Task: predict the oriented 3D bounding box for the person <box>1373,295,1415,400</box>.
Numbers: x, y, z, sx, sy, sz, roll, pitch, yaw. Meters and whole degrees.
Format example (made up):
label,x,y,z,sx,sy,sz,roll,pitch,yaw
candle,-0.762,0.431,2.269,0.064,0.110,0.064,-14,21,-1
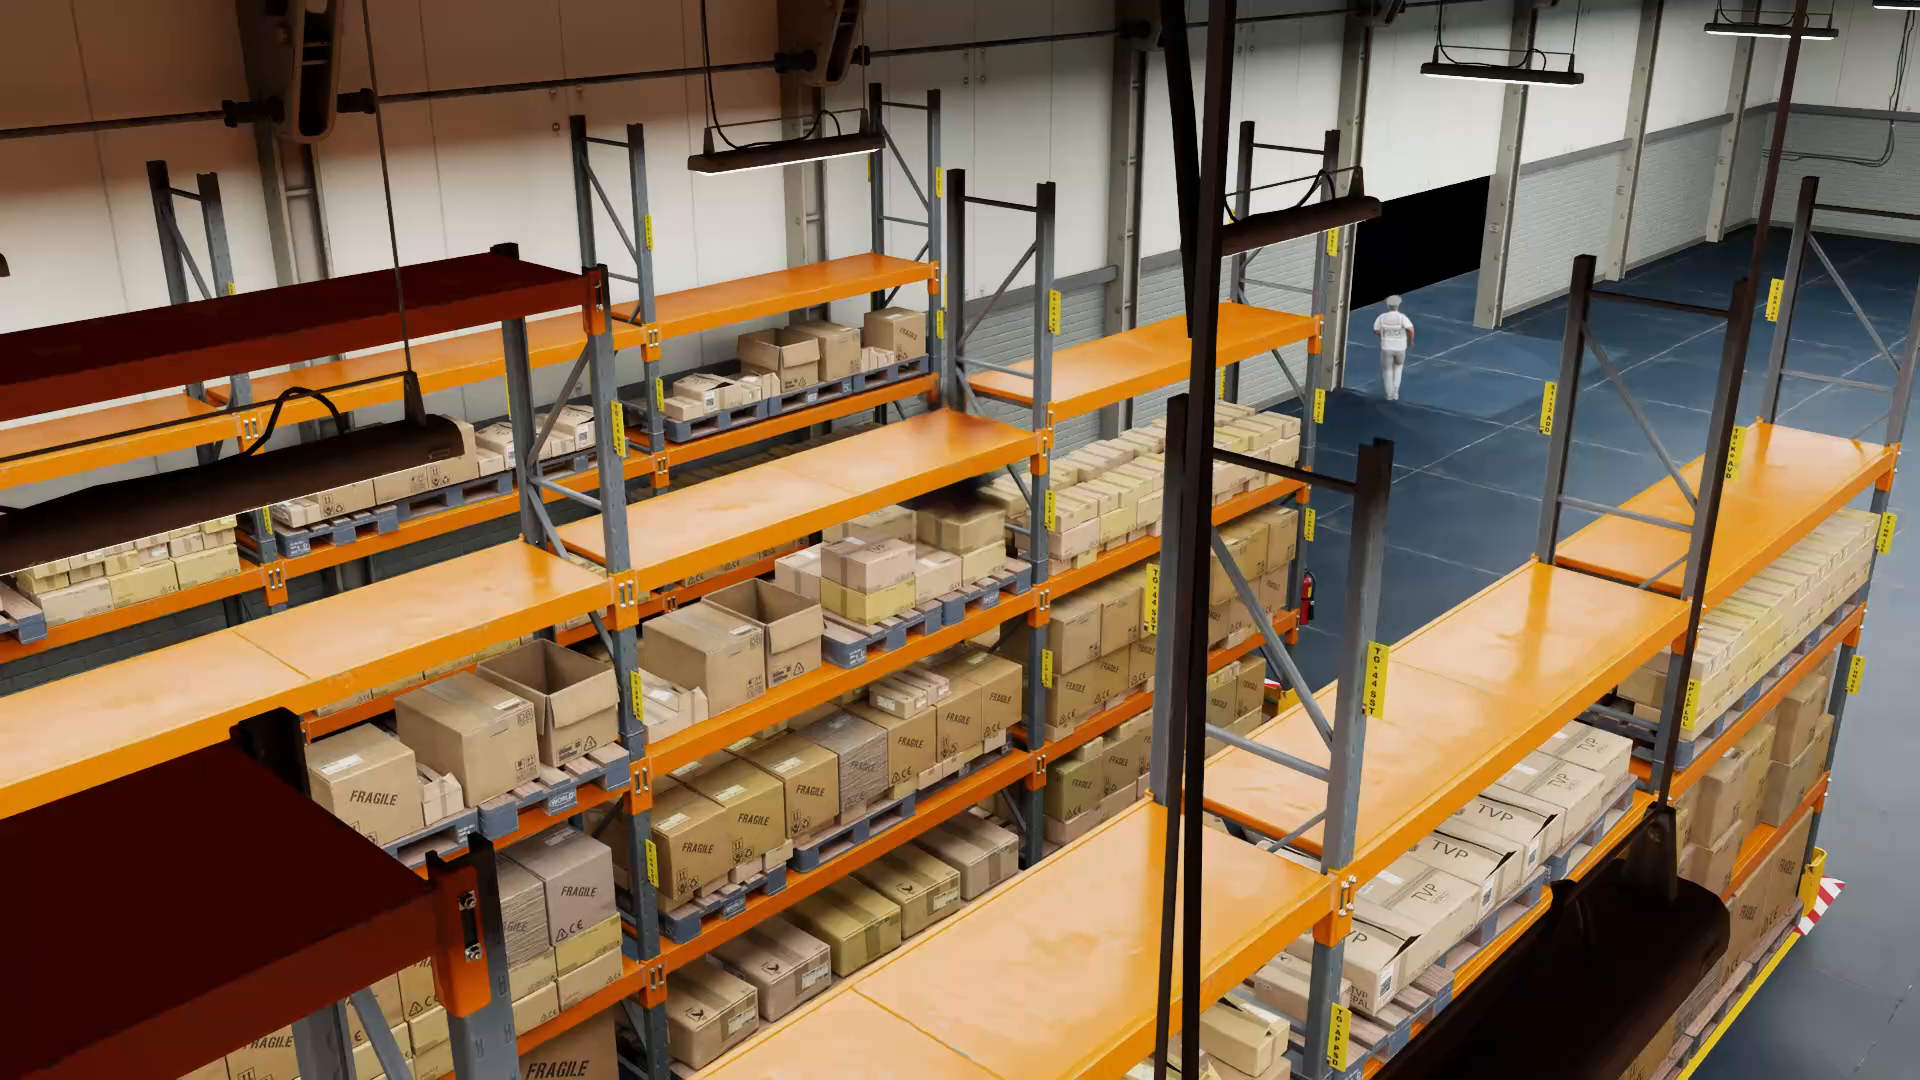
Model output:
label,x,y,z,sx,sy,sz,roll,pitch,yaw
person,7.244,-3.186,27.874,0.668,1.830,0.634,4,22,10
